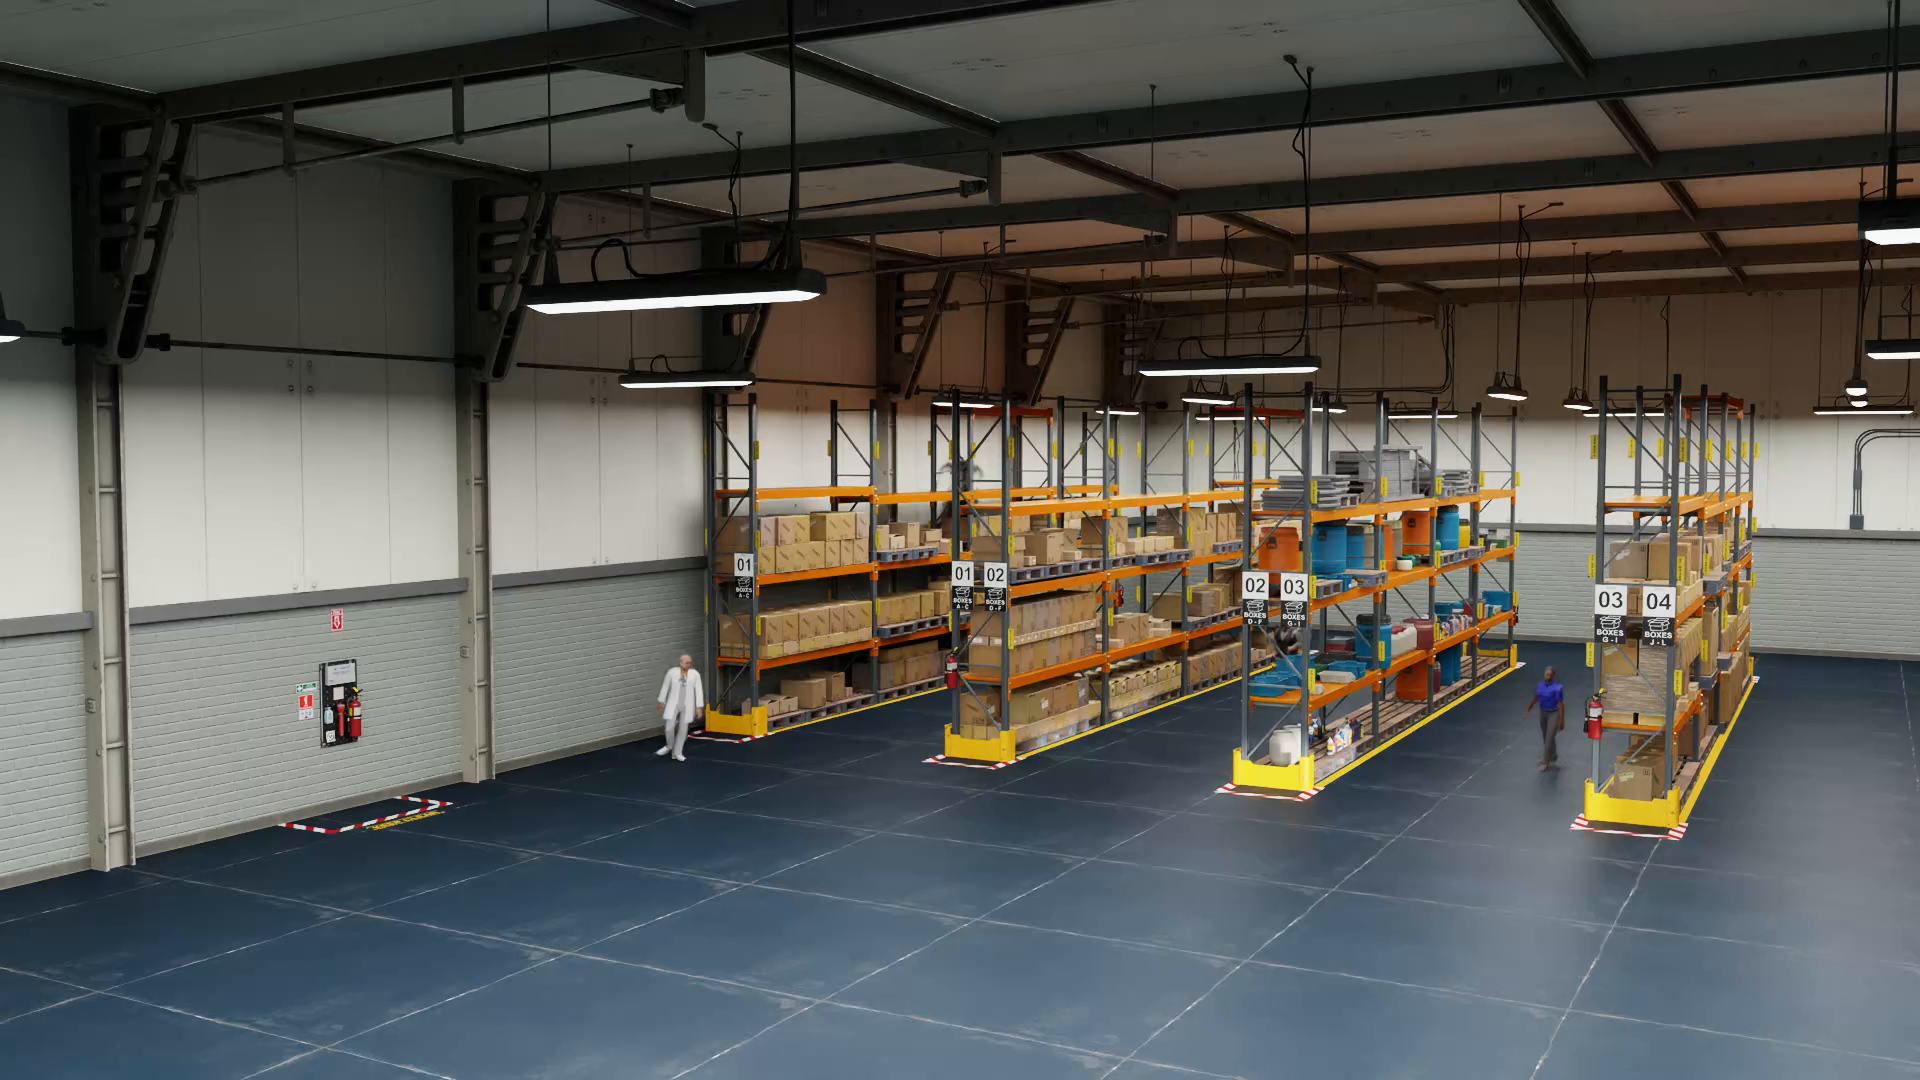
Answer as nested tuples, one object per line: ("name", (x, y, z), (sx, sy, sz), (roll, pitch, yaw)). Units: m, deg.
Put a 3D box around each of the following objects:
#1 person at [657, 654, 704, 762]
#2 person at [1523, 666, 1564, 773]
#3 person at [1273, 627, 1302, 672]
("person", (-4.512, 2.691, 26.770), (0.741, 1.747, 0.570), (-1, 3, -13))
("person", (9.210, 2.778, 26.129), (0.786, 1.638, 0.630), (-2, 3, -28))
("person", (6.488, 2.363, 33.125), (0.647, 1.708, 0.673), (1, 3, 24))
